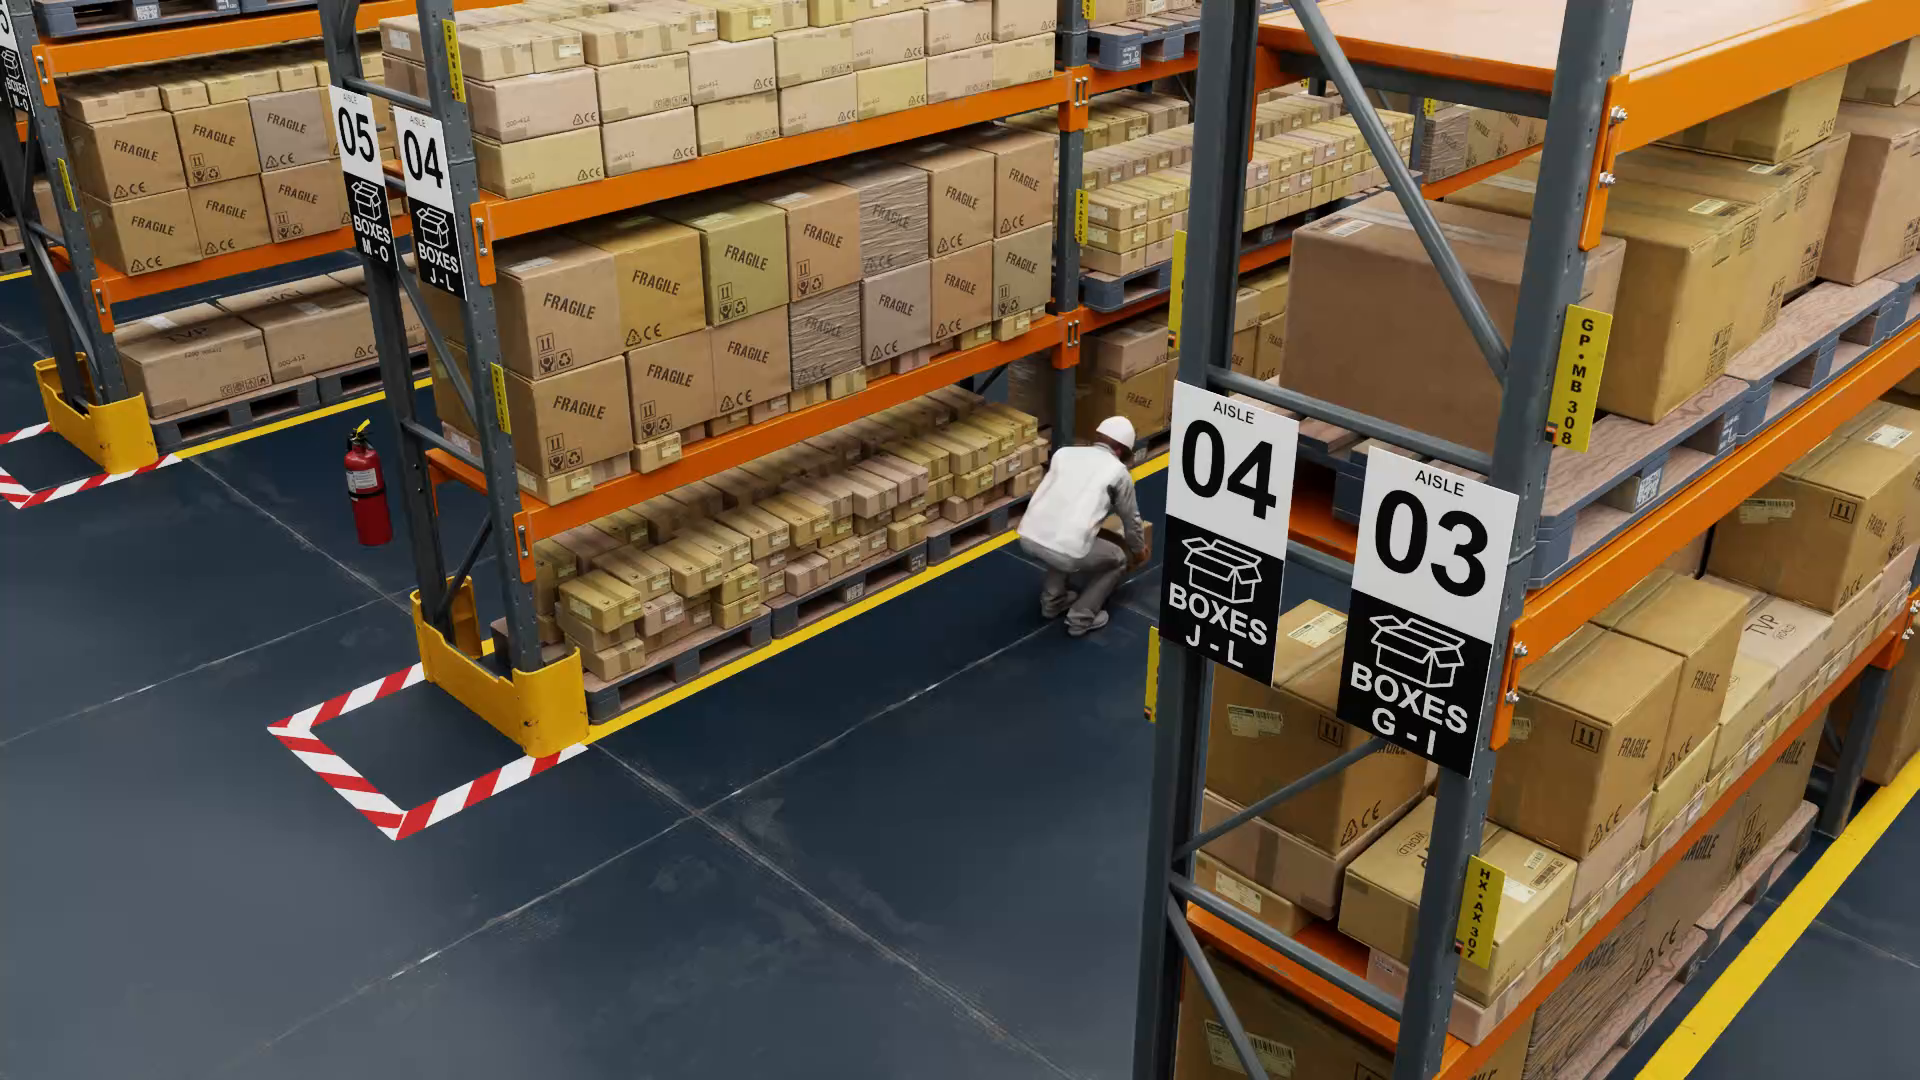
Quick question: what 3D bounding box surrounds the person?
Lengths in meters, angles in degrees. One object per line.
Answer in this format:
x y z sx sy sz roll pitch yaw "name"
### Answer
0.683 -0.086 9.460 0.557 1.126 0.863 24 36 38 "person"
